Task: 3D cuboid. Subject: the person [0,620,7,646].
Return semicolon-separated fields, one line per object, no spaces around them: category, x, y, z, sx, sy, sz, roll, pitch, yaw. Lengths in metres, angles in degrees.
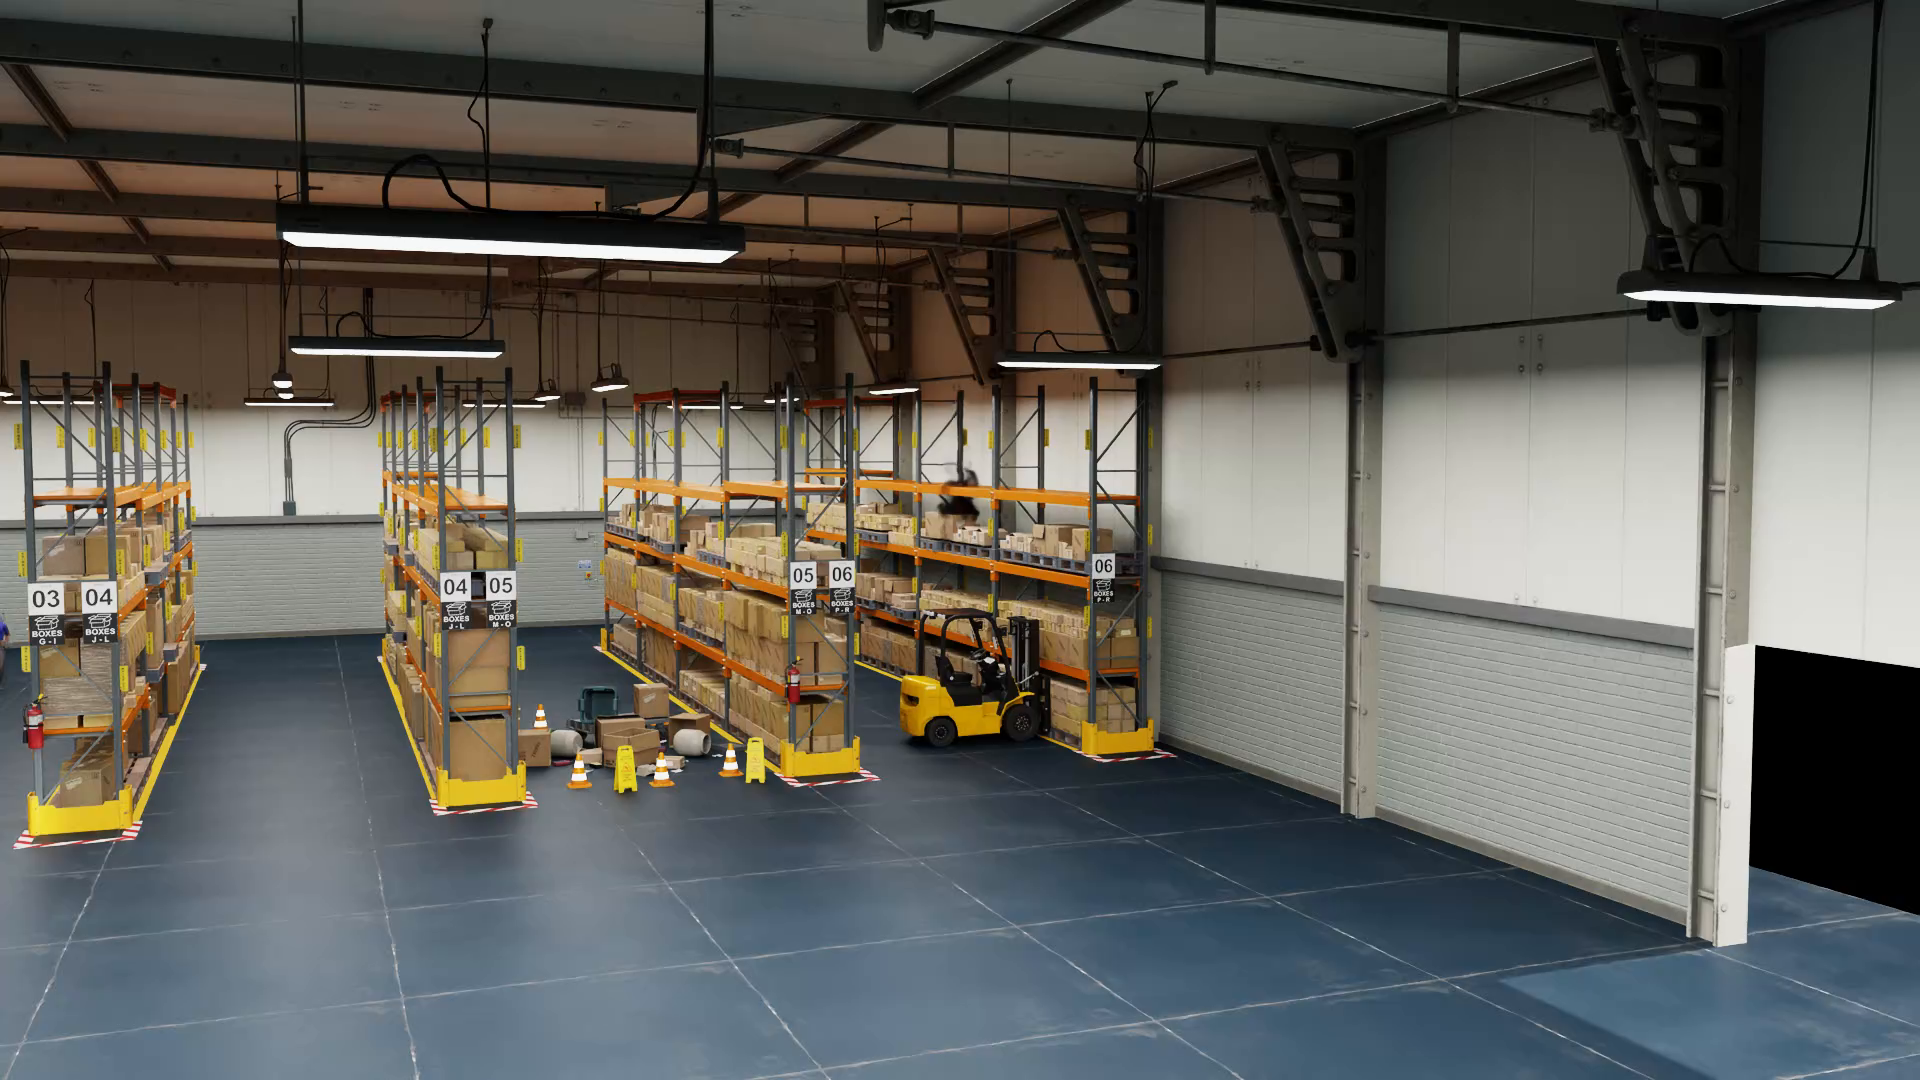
person;-21.068;1.963;36.174;0.631;1.737;0.705;0;3;-7

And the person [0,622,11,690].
person;-19.254;2.209;33.186;0.579;1.590;0.554;-3;4;-38
